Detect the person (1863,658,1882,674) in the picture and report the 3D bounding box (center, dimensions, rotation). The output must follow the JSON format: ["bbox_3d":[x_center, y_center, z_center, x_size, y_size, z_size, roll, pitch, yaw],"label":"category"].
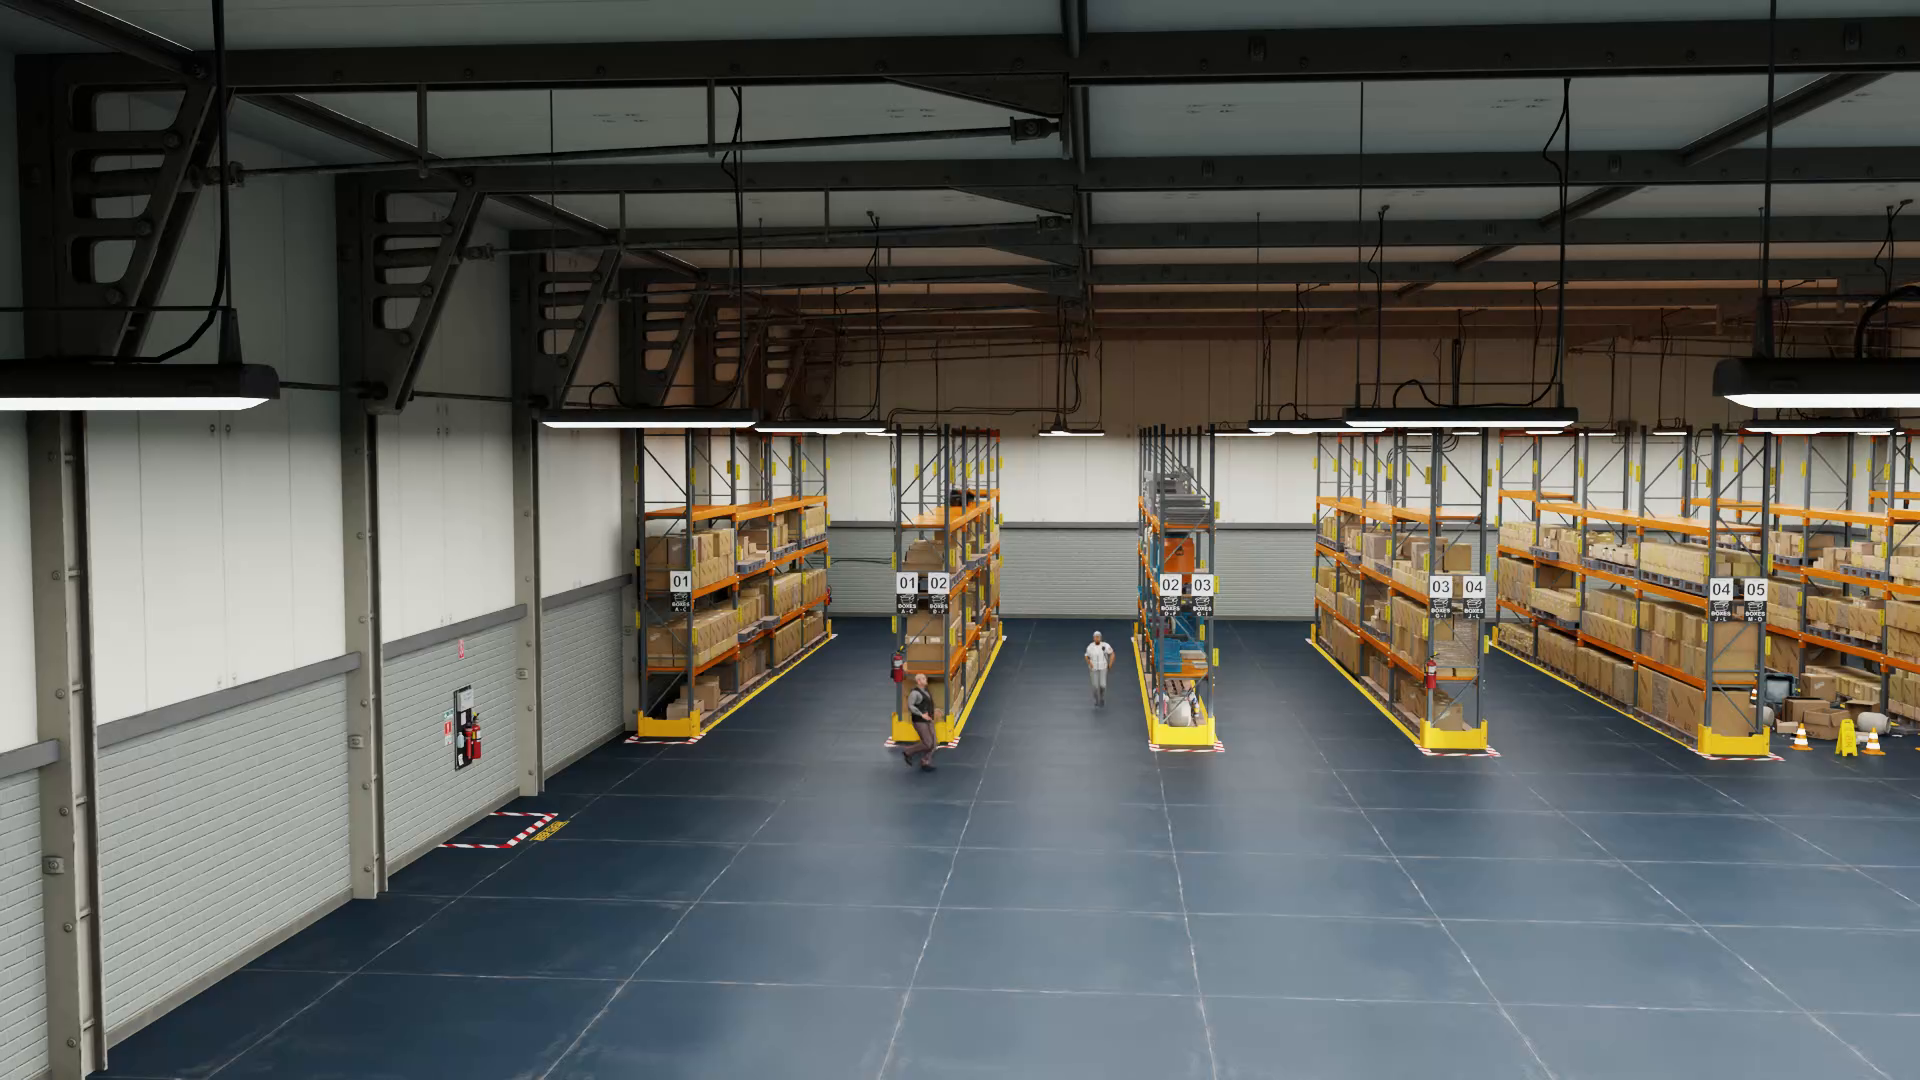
[{"bbox_3d":[21.447,2.474,38.890,0.709,1.856,0.839,0,3,4],"label":"person"}]

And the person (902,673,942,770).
[{"bbox_3d":[-0.663,3.136,28.728,0.612,1.672,0.659,1,4,23],"label":"person"}]

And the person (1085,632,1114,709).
[{"bbox_3d":[2.942,2.759,35.260,0.615,1.630,0.595,1,4,12],"label":"person"}]
